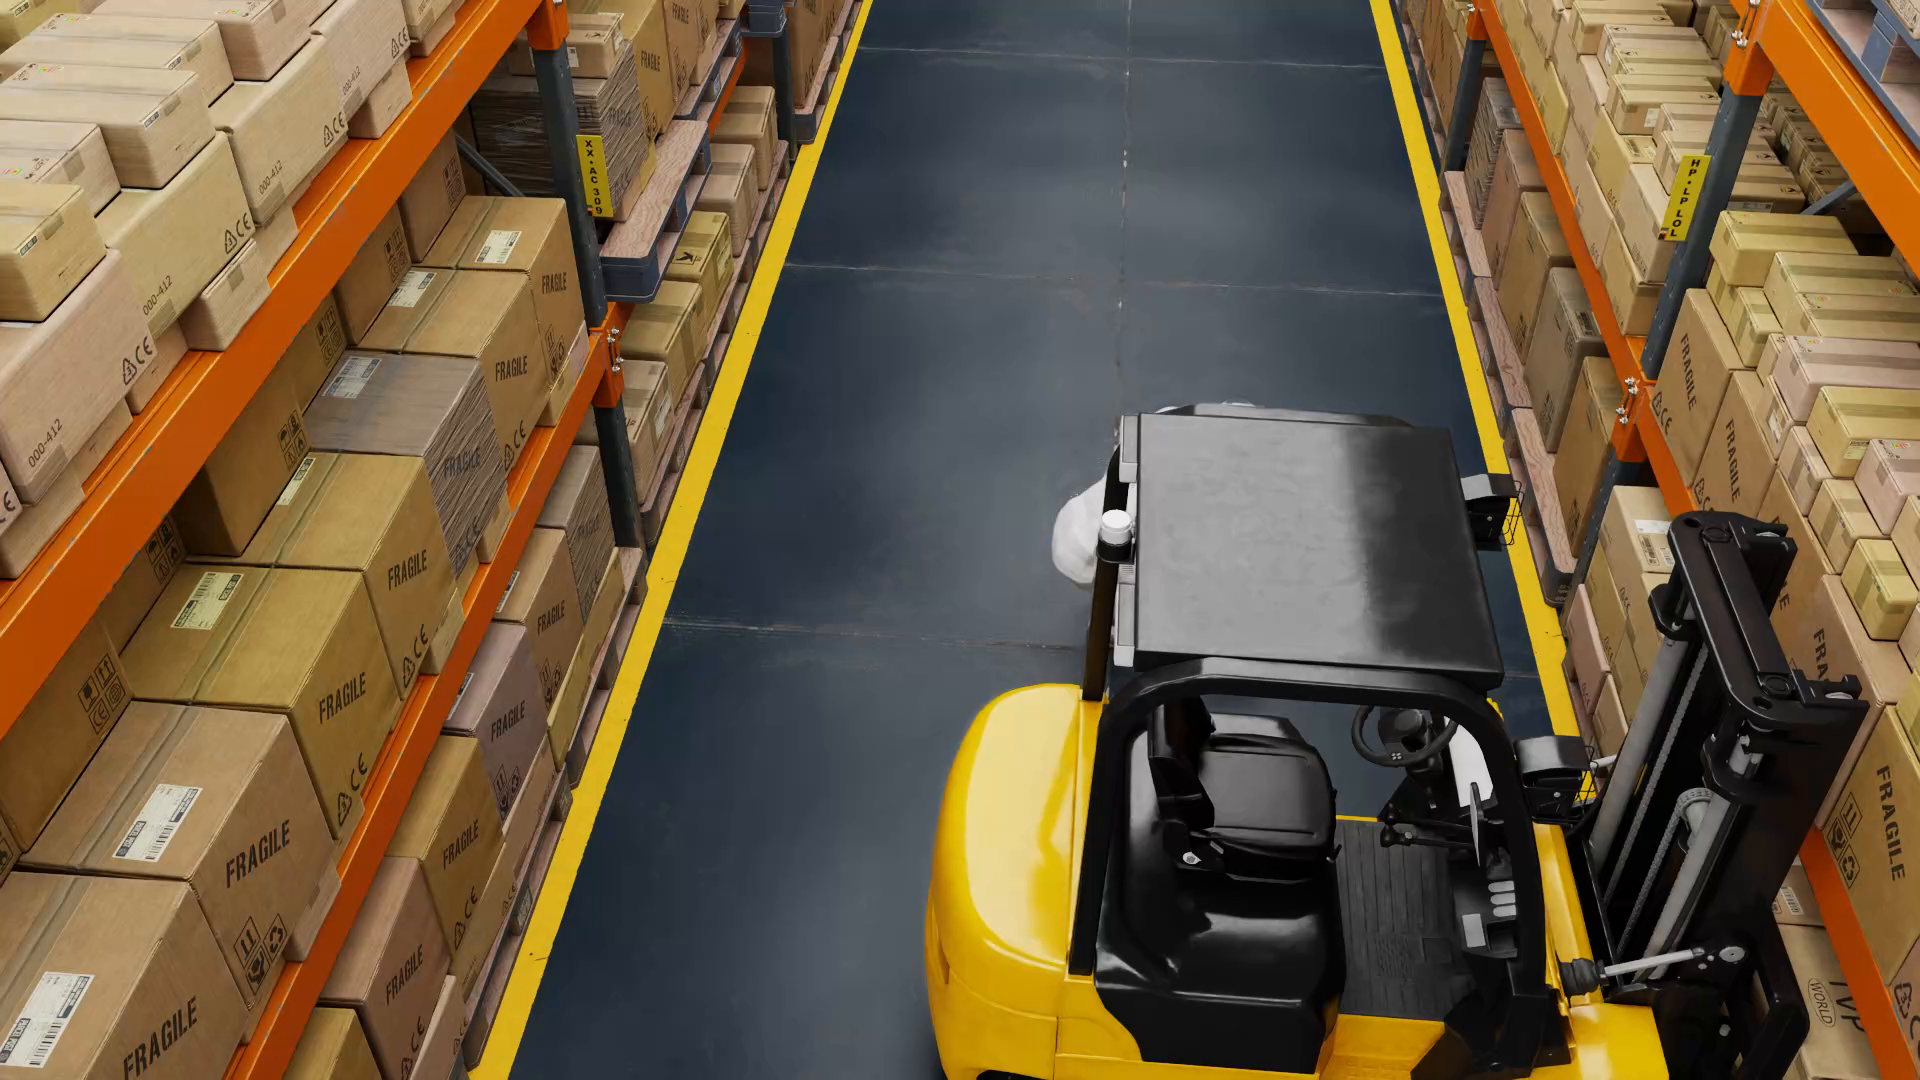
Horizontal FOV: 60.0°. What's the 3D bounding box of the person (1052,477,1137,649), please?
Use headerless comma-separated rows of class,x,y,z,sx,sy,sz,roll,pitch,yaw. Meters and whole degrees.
person,0.817,-0.027,6.799,0.875,0.991,0.569,3,40,4
